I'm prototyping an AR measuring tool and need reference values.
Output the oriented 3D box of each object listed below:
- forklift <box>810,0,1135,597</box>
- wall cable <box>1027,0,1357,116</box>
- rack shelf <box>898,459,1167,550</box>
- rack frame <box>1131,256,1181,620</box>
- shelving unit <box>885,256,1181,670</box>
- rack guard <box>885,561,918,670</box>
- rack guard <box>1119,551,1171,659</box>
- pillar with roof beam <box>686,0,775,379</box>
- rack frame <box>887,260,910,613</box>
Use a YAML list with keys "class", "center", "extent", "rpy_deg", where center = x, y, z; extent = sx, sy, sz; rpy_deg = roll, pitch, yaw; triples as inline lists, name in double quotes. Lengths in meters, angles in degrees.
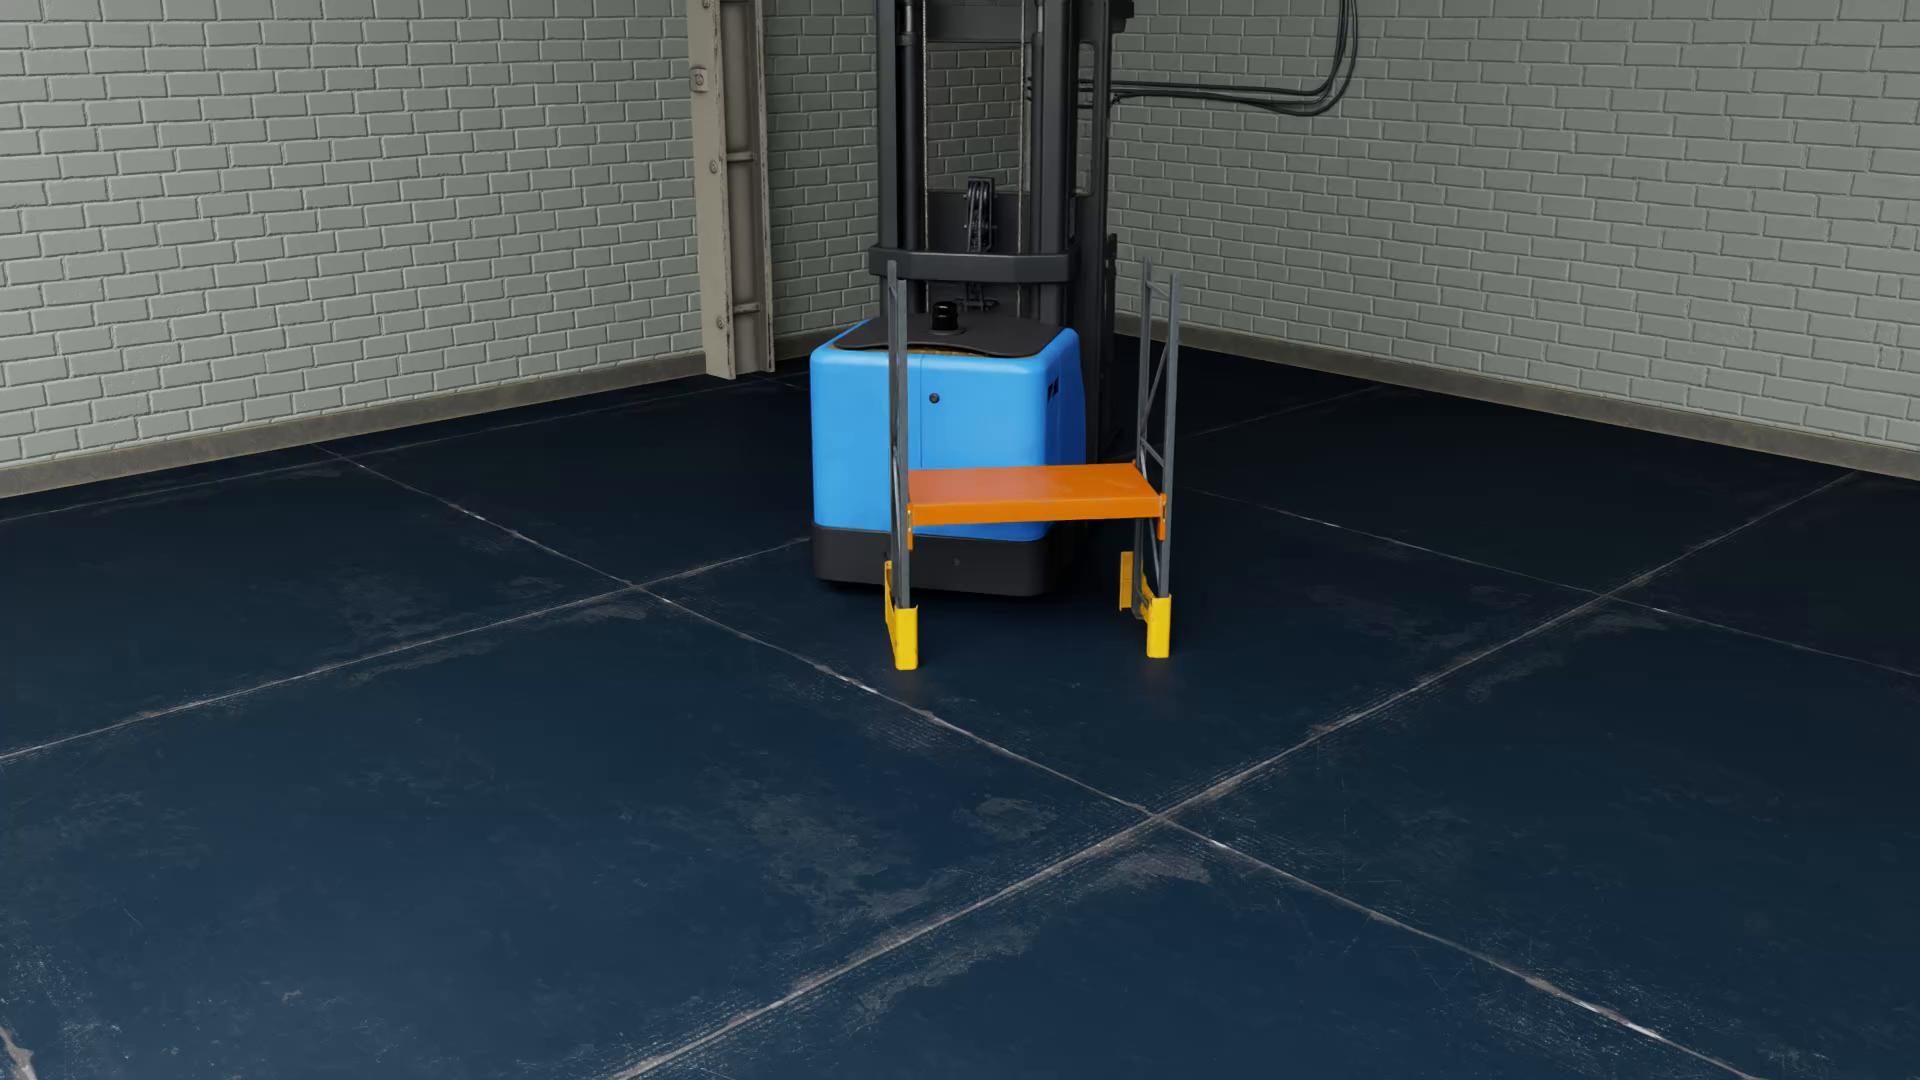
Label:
- class: "forklift"
  center: [0.213, -1.571, 8.078]
  extent: [1.130, 2.935, 3.031]
  rpy_deg: [5, 19, 14]
- class: "wall cable"
  center: [1.513, -4.304, 11.705]
  extent: [0.112, 2.526, 3.097]
  rpy_deg: [-16, 24, -41]
- class: "rack shelf"
  center: [0.266, -0.148, 6.592]
  extent: [1.000, 0.185, 0.538]
  rpy_deg: [-2, 18, -7]
- class: "rack frame"
  center: [0.770, -0.338, 6.595]
  extent: [0.032, 1.500, 0.500]
  rpy_deg: [-2, 18, -7]
- class: "shelving unit"
  center: [0.257, -0.319, 6.535]
  extent: [1.083, 1.500, 0.587]
  rpy_deg: [-2, 18, -7]
- class: "rack guard"
  center: [-0.238, 0.294, 6.671]
  extent: [0.087, 0.250, 0.587]
  rpy_deg: [-2, 18, -7]
- class: "rack guard"
  center: [0.751, 0.257, 6.785]
  extent: [0.087, 0.250, 0.587]
  rpy_deg: [-2, 18, -7]
- class: "pillar with roof beam"
  center: [1.422, -4.489, 7.239]
  extent: [0.400, 9.000, 9.100]
  rpy_deg: [-16, 24, -41]
- class: "rack frame"
  center: [-0.239, -0.300, 6.478]
  extent: [0.032, 1.500, 0.500]
  rpy_deg: [-2, 18, -7]
